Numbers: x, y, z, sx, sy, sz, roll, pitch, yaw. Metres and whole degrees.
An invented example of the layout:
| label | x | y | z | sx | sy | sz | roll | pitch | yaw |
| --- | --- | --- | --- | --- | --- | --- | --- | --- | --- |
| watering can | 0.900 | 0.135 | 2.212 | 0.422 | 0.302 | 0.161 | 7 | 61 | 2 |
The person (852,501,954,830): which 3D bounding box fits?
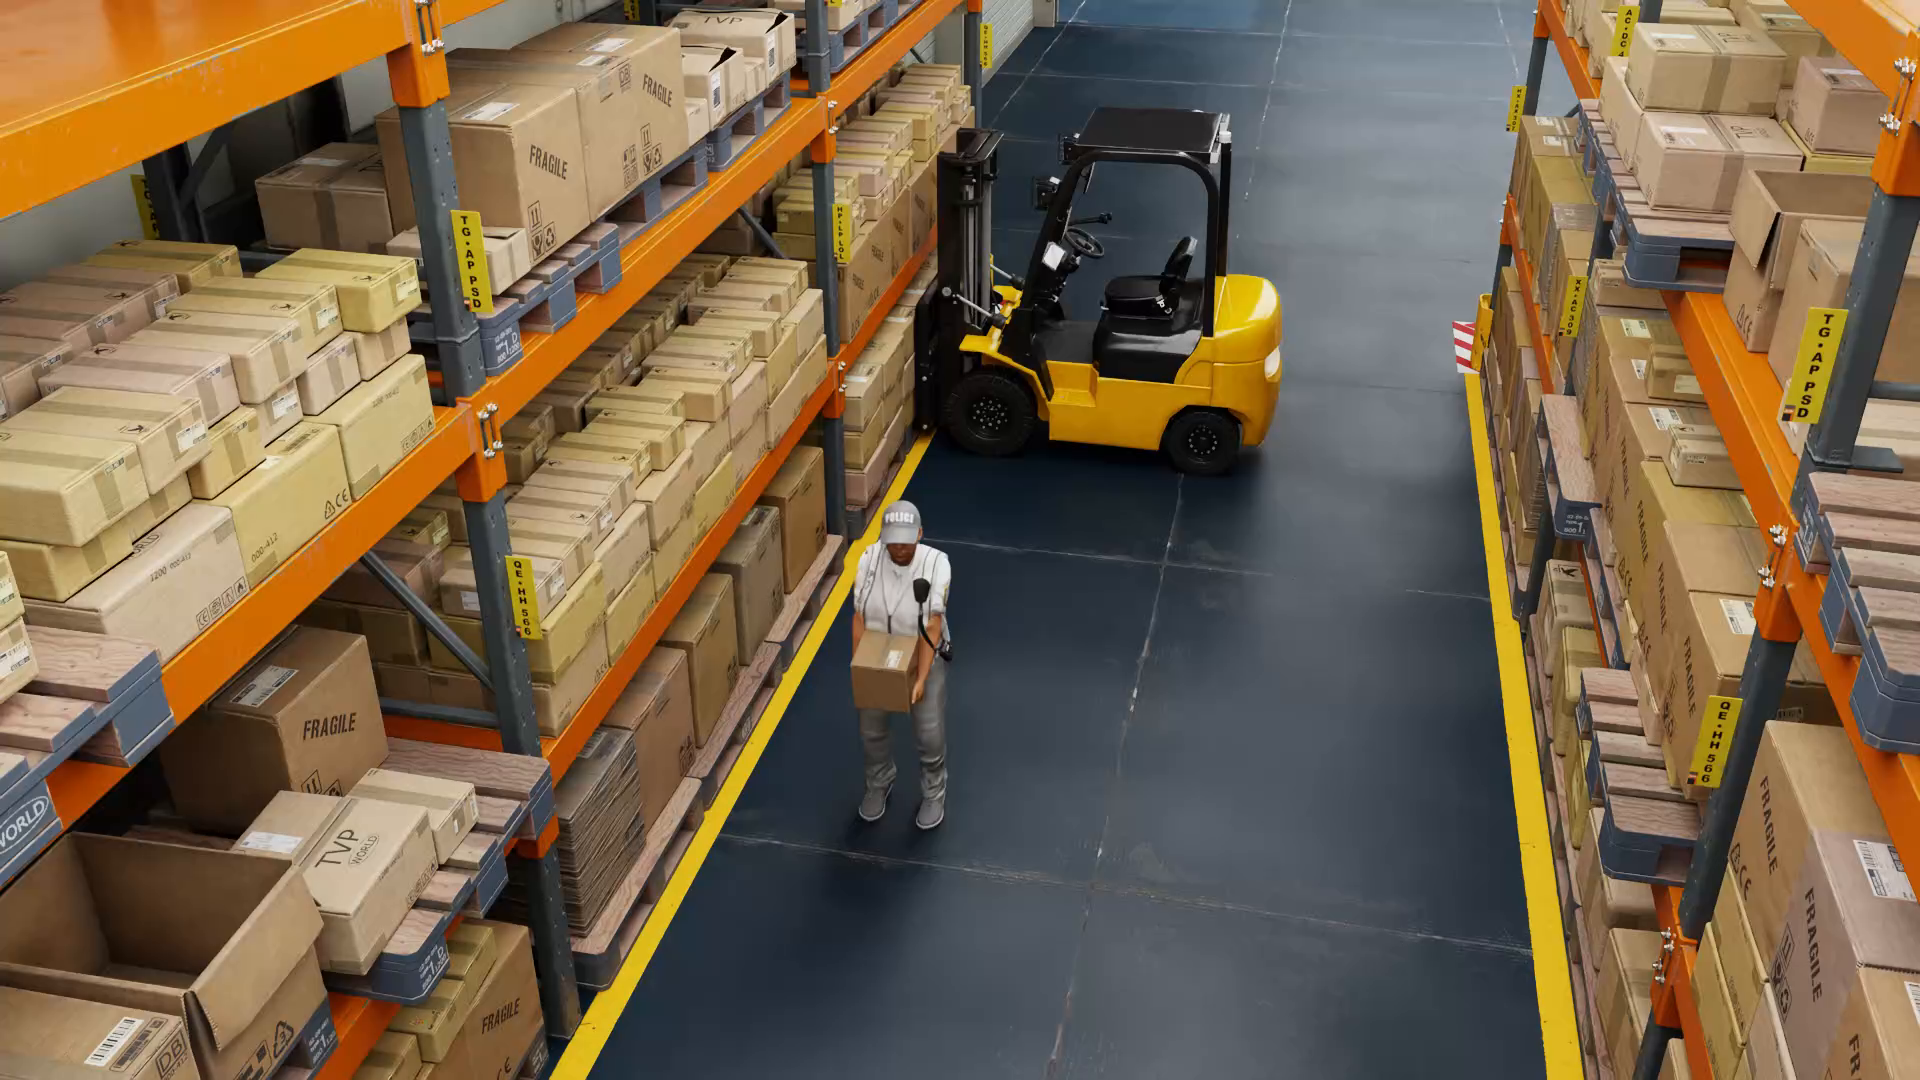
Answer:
| label | x | y | z | sx | sy | sz | roll | pitch | yaw |
| --- | --- | --- | --- | --- | --- | --- | --- | --- | --- |
| person | -0.271 | 0.584 | 7.567 | 0.452 | 1.661 | 0.552 | 6 | 30 | 11 |
